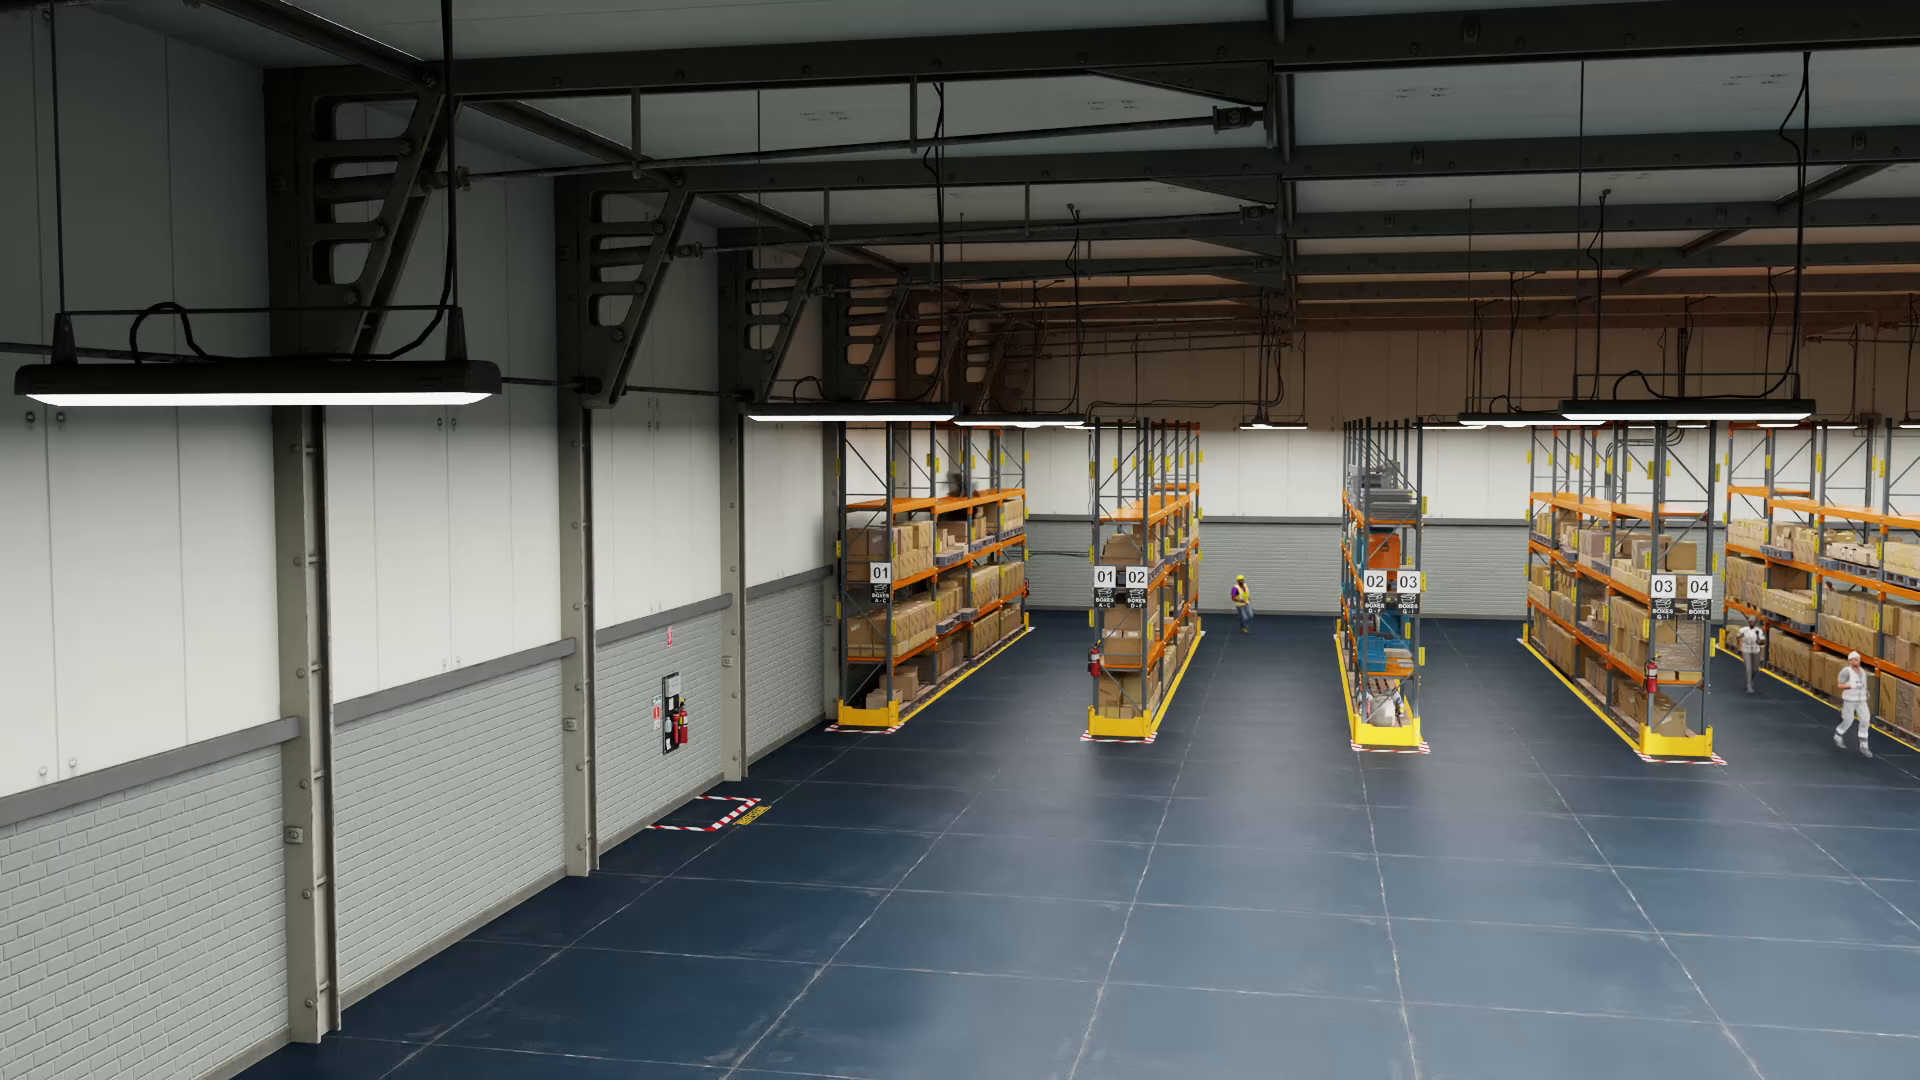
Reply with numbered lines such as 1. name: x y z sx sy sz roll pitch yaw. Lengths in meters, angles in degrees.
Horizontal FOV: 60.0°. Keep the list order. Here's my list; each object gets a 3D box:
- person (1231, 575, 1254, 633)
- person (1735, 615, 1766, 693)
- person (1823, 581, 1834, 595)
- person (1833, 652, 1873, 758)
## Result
1. person: 7.965 1.825 47.026 0.757 1.694 0.584 -2 4 -29
2. person: 17.442 2.483 36.673 0.581 1.676 0.913 1 4 14
3. person: 23.390 1.956 44.882 0.904 1.692 0.562 1 4 10
4. person: 15.869 2.884 29.507 0.647 1.808 0.877 0 4 -6
